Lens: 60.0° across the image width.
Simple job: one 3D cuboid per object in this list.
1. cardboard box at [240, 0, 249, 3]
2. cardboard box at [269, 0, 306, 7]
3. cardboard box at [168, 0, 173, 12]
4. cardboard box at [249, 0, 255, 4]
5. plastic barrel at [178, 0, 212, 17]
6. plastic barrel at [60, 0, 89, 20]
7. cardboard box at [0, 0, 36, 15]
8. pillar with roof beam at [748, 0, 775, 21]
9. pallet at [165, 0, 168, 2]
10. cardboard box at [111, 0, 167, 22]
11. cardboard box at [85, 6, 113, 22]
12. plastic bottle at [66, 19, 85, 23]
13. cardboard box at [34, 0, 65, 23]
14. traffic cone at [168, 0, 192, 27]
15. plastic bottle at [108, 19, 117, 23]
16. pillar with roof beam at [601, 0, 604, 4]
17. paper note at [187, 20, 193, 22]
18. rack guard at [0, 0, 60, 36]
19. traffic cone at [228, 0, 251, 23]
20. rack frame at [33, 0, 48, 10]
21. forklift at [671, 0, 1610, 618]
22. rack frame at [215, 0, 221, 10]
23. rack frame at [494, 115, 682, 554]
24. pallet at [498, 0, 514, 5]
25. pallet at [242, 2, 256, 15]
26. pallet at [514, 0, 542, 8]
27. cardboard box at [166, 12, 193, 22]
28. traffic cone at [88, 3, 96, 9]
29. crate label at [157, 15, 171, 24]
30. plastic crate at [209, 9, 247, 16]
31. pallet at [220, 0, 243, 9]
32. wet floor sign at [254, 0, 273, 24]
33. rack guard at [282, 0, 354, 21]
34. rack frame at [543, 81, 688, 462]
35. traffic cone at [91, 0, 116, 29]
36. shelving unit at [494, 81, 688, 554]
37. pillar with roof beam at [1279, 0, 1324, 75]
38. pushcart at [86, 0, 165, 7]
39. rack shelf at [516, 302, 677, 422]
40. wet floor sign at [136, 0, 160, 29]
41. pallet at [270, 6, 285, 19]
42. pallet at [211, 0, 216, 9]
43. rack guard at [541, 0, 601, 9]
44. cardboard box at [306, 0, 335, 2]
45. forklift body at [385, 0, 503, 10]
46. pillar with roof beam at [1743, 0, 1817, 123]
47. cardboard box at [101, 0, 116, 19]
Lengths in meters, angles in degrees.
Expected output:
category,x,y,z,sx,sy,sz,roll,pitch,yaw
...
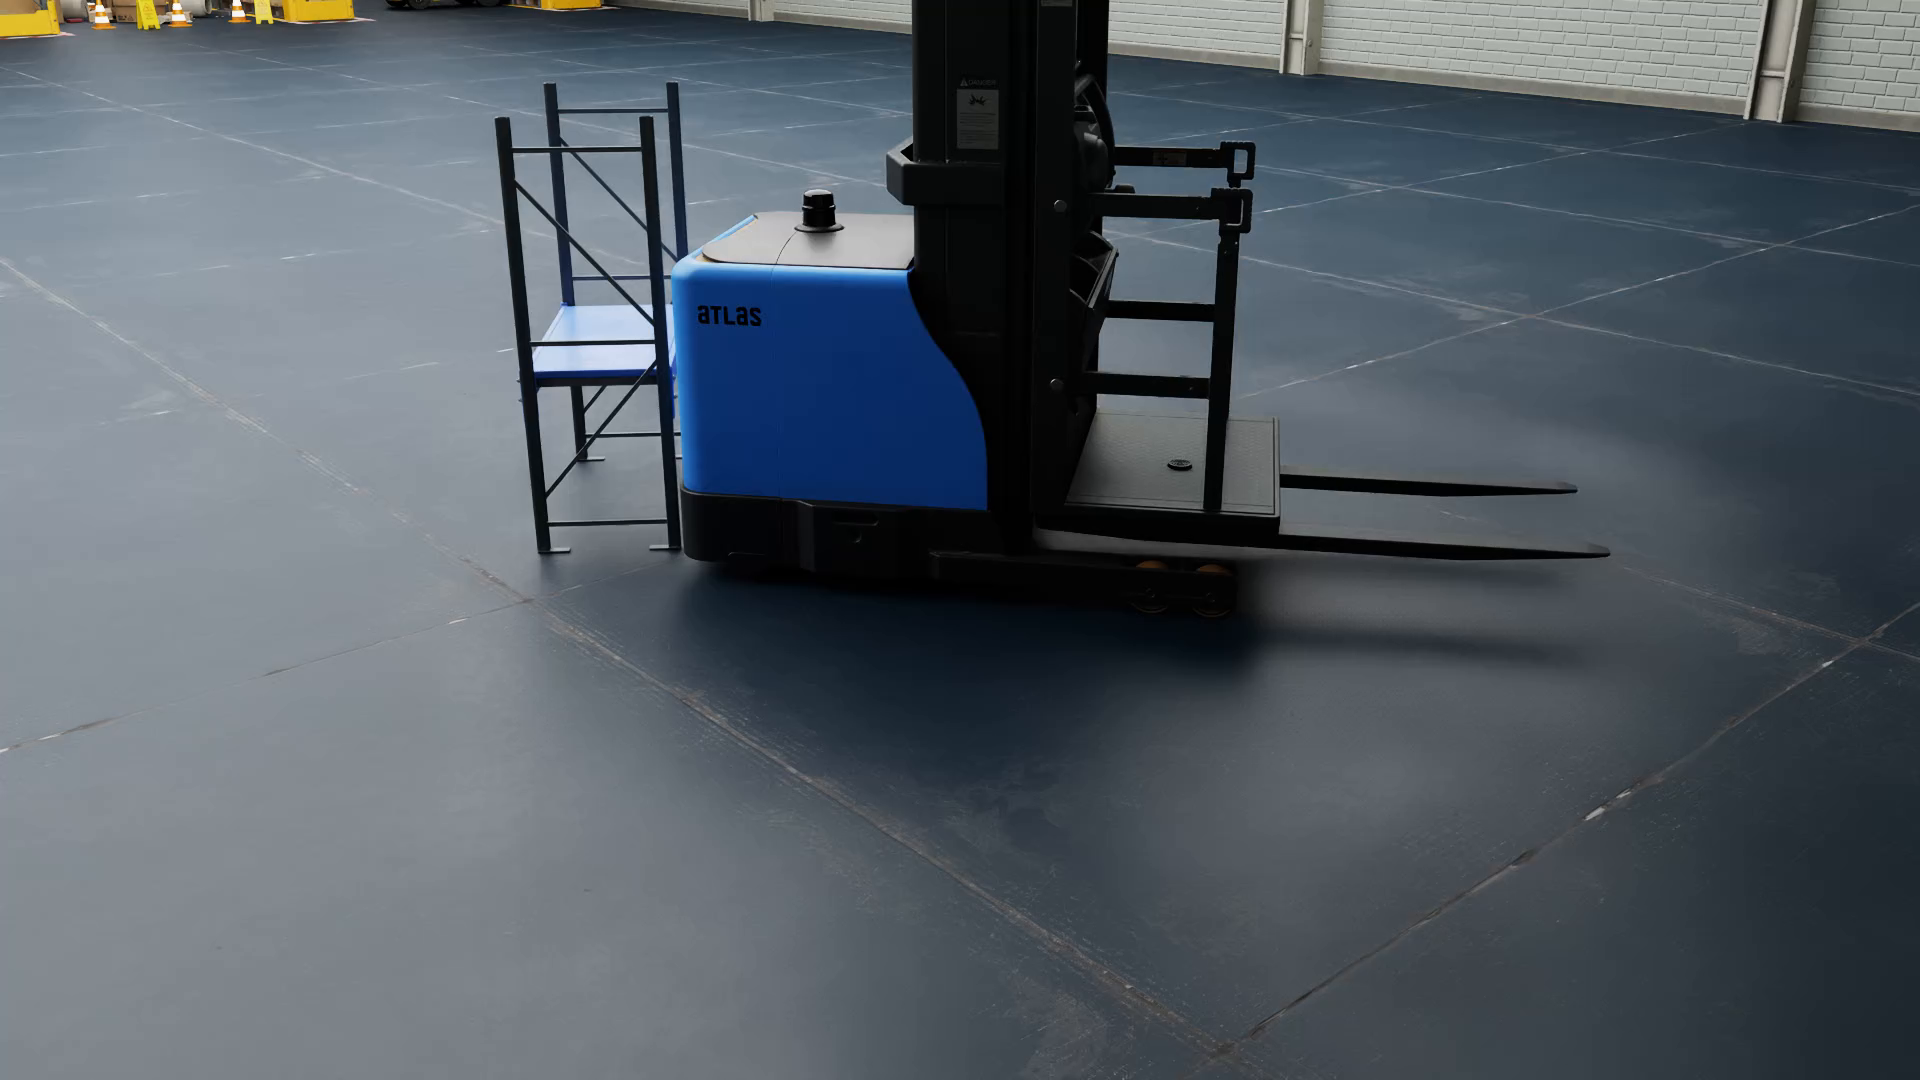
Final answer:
category,x,y,z,sx,sy,sz,roll,pitch,yaw
cardboard box,-13.153,-10.215,31.147,0.500,0.250,0.500,-18,28,-38
cardboard box,-12.175,-9.794,30.071,0.500,0.250,0.500,-18,27,-38
cardboard box,-14.371,-10.035,30.917,0.500,0.500,0.500,0,21,-1
cardboard box,-12.838,-10.076,30.790,0.500,0.250,0.500,-19,28,-39
plastic barrel,-13.923,-9.724,30.229,0.512,0.421,0.421,0,21,-1
plastic barrel,-15.821,-9.464,29.566,0.512,0.421,0.421,0,21,-1
cardboard box,-15.605,-8.884,26.892,0.875,0.875,0.875,-17,27,-37
pillar with roof beam,-6.787,-12.413,25.338,9.100,9.000,0.400,-17,27,-37
pallet,-16.141,-11.409,34.822,1.003,0.211,1.213,-17,27,-37
cardboard box,-14.493,-9.433,29.378,0.637,0.503,0.797,3,22,9
cardboard box,-15.206,-9.302,29.370,0.396,0.266,0.258,-12,25,-28
plastic bottle,-15.470,-9.085,29.095,0.133,0.061,0.283,12,24,27
cardboard box,-15.932,-9.264,28.949,0.500,0.500,0.500,-12,25,-28
traffic cone,-13.305,-8.985,28.290,0.336,0.463,0.334,-17,27,-37
plastic bottle,-14.899,-9.088,29.104,0.283,0.061,0.133,12,24,27
pillar with roof beam,-10.703,-14.071,29.571,9.100,9.000,0.400,-17,27,-37
paper note,-13.553,-9.118,29.221,0.142,0.019,0.148,12,24,27
rack guard,-15.097,-8.336,26.582,1.175,0.500,0.348,-17,27,-37
traffic cone,-12.686,-9.343,29.205,0.336,0.463,0.334,-17,27,-37
rack frame,-15.112,-9.507,26.143,1.000,3.000,0.127,-17,27,-37
forklift,0.621,-1.325,5.349,3.031,2.935,1.130,4,22,9
rack frame,-14.039,-11.818,32.044,1.000,3.000,0.127,-17,27,-37
rack frame,-1.240,-0.663,5.620,0.500,1.500,0.032,-2,21,-4
pallet,-8.993,-11.135,34.125,1.003,0.211,1.213,-17,27,-37
pallet,-12.773,-10.005,31.240,1.003,0.211,1.213,-17,27,-37
pallet,-8.201,-10.799,33.265,1.003,0.211,1.213,-17,27,-37
cardboard box,-13.814,-9.267,29.439,0.380,0.149,0.250,-4,22,-10
traffic cone,-16.856,-10.488,32.128,0.336,0.463,0.334,-17,27,-37
crate label,-13.865,-9.036,28.866,0.298,0.136,0.250,7,23,18
plastic crate,-13.636,-9.830,30.971,0.583,0.080,0.402,12,24,27
pallet,-13.574,-10.343,32.101,1.003,0.211,1.213,-17,27,-37
wet floor sign,-12.115,-9.309,28.868,0.267,0.644,0.232,-8,23,-19
rack guard,-11.478,-9.570,29.732,1.175,0.500,0.348,-17,27,-37
rack frame,-1.320,-1.032,6.563,0.500,1.500,0.032,-2,21,-4
traffic cone,-14.383,-8.810,27.843,0.336,0.463,0.334,-17,27,-37
shelving unit,-1.280,-0.848,6.091,0.538,1.500,1.048,-2,21,-4
pillar with roof beam,1.046,-9.098,16.873,9.100,9.000,0.400,-17,27,-37
pushcart,-15.734,-10.040,31.102,0.936,0.377,1.648,12,24,27
rack shelf,-1.280,-0.680,6.157,0.538,0.185,1.000,-2,21,-4
wet floor sign,-13.593,-8.874,27.755,0.232,0.644,0.267,17,27,36
pallet,-11.981,-9.668,30.379,1.003,0.211,1.213,-17,27,-37
pallet,-14.549,-10.734,33.101,1.003,0.211,1.213,-17,27,-37
rack guard,-7.655,-10.725,32.681,1.175,0.500,0.348,-17,27,-37
cardboard box,-11.745,-9.917,30.385,0.500,0.250,0.500,-18,28,-38
forklift body,-10.290,-11.590,32.626,2.313,2.155,1.214,-17,27,-37
pillar with roof beam,4.963,-7.440,12.641,9.100,9.000,0.400,-17,27,-37
cardboard box,-15.109,-9.753,30.008,0.797,0.637,0.503,-17,27,-37
